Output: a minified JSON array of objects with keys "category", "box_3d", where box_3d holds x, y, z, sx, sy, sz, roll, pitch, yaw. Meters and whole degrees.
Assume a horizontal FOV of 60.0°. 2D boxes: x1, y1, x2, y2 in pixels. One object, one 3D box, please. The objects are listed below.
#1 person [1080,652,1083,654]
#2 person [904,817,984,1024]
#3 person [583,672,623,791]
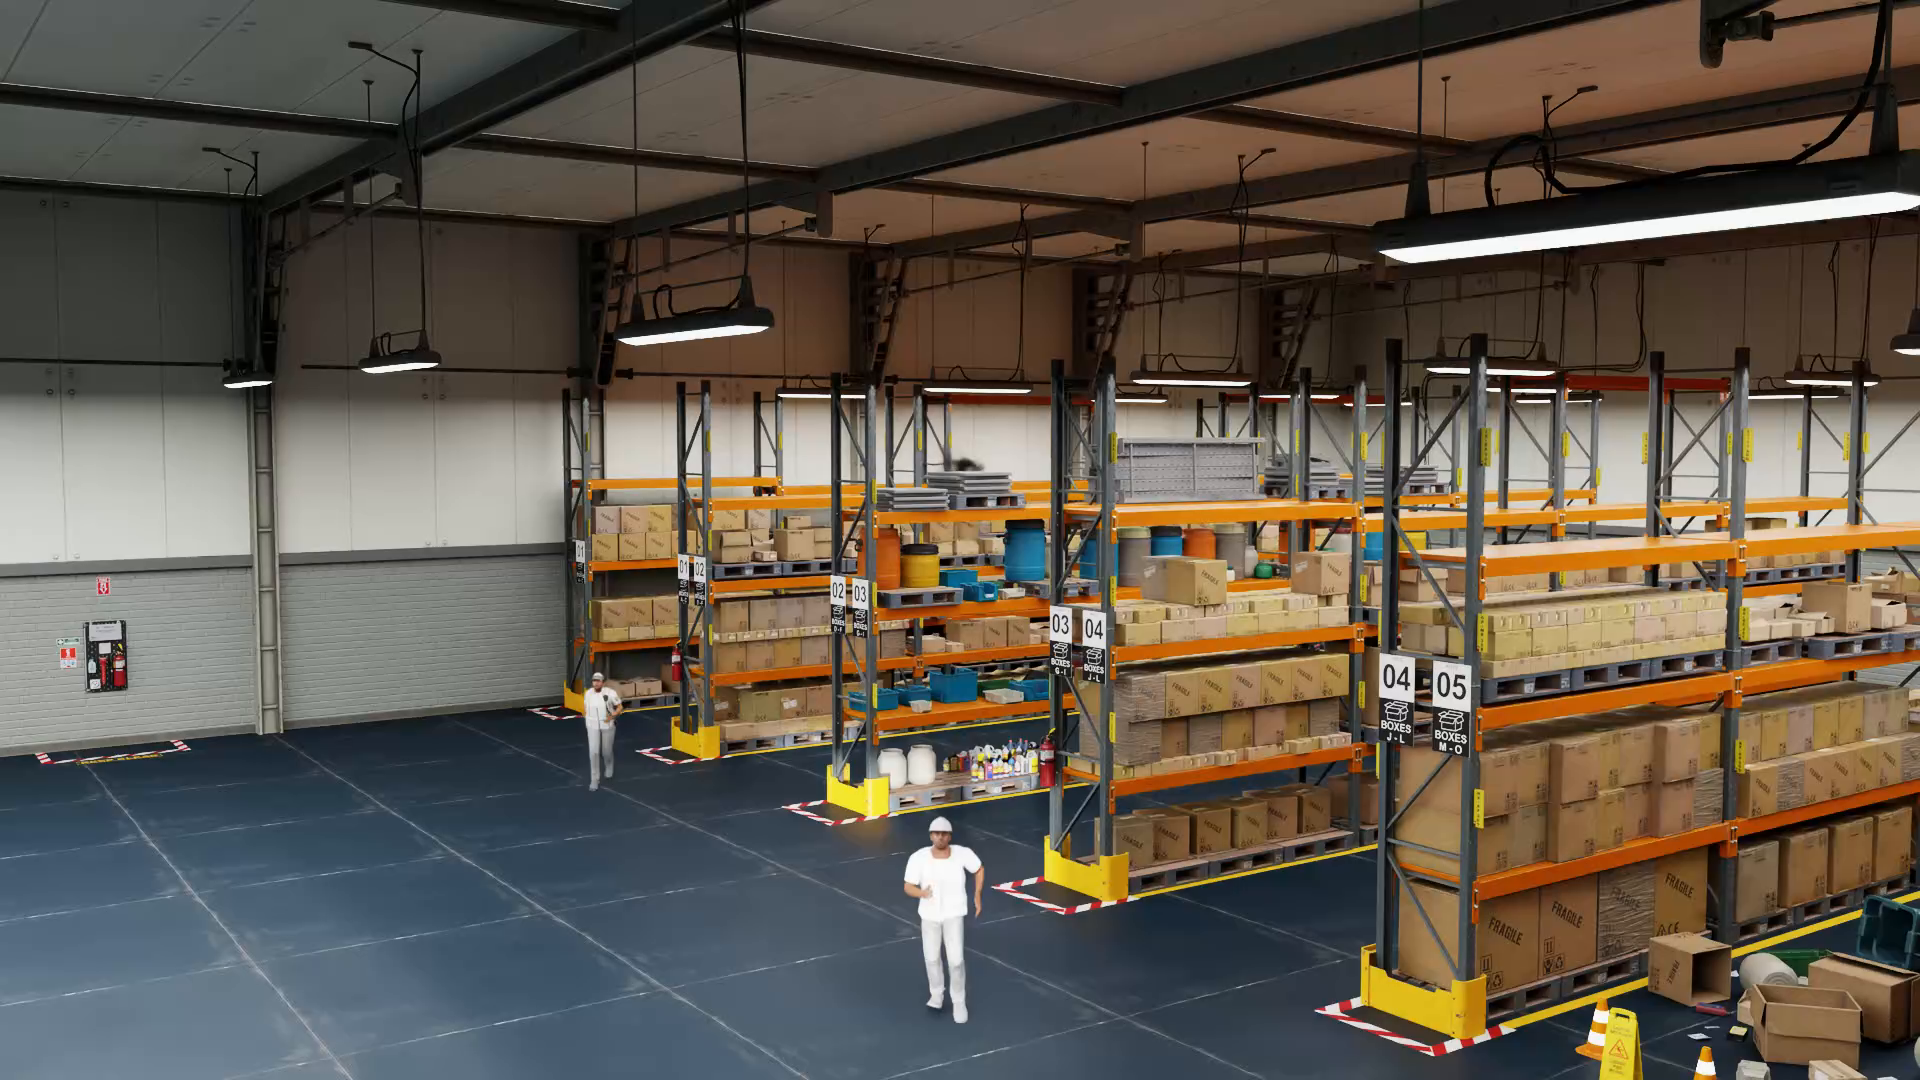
[{"category":"person","box_3d":[2.706,2.135,34.219,0.839,1.685,0.553,-3,5,-41]},{"category":"person","box_3d":[-0.148,3.351,14.666,0.691,1.820,0.713,0,4,4]},{"category":"person","box_3d":[-5.243,2.769,24.418,0.603,1.695,0.826,0,4,-3]}]
